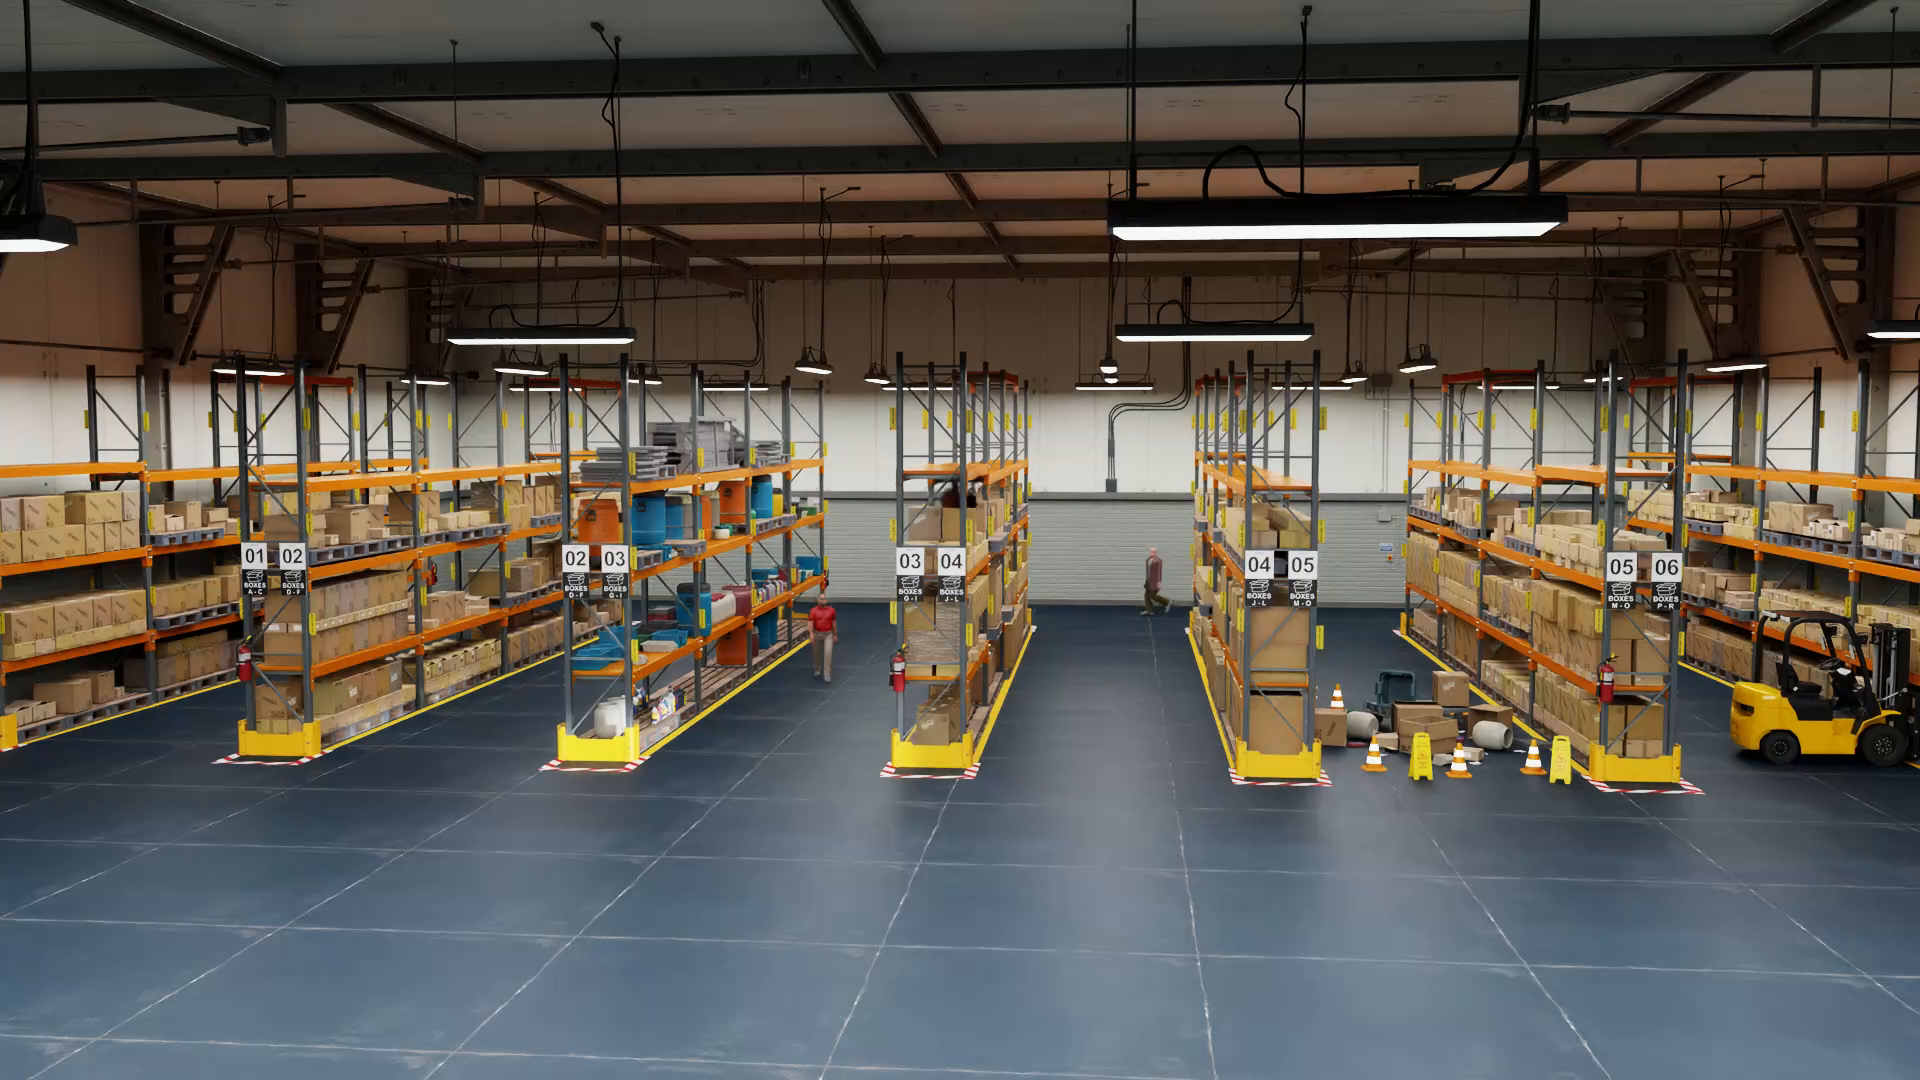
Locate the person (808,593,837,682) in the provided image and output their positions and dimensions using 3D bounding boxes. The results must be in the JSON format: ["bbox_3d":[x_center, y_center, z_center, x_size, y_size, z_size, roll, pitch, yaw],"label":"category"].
[{"bbox_3d":[-2.657,1.872,32.166,0.561,1.672,1.033,0,4,-3],"label":"person"}]

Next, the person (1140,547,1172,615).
[{"bbox_3d":[5.048,1.064,42.898,0.793,1.761,0.590,-1,4,-13],"label":"person"}]
